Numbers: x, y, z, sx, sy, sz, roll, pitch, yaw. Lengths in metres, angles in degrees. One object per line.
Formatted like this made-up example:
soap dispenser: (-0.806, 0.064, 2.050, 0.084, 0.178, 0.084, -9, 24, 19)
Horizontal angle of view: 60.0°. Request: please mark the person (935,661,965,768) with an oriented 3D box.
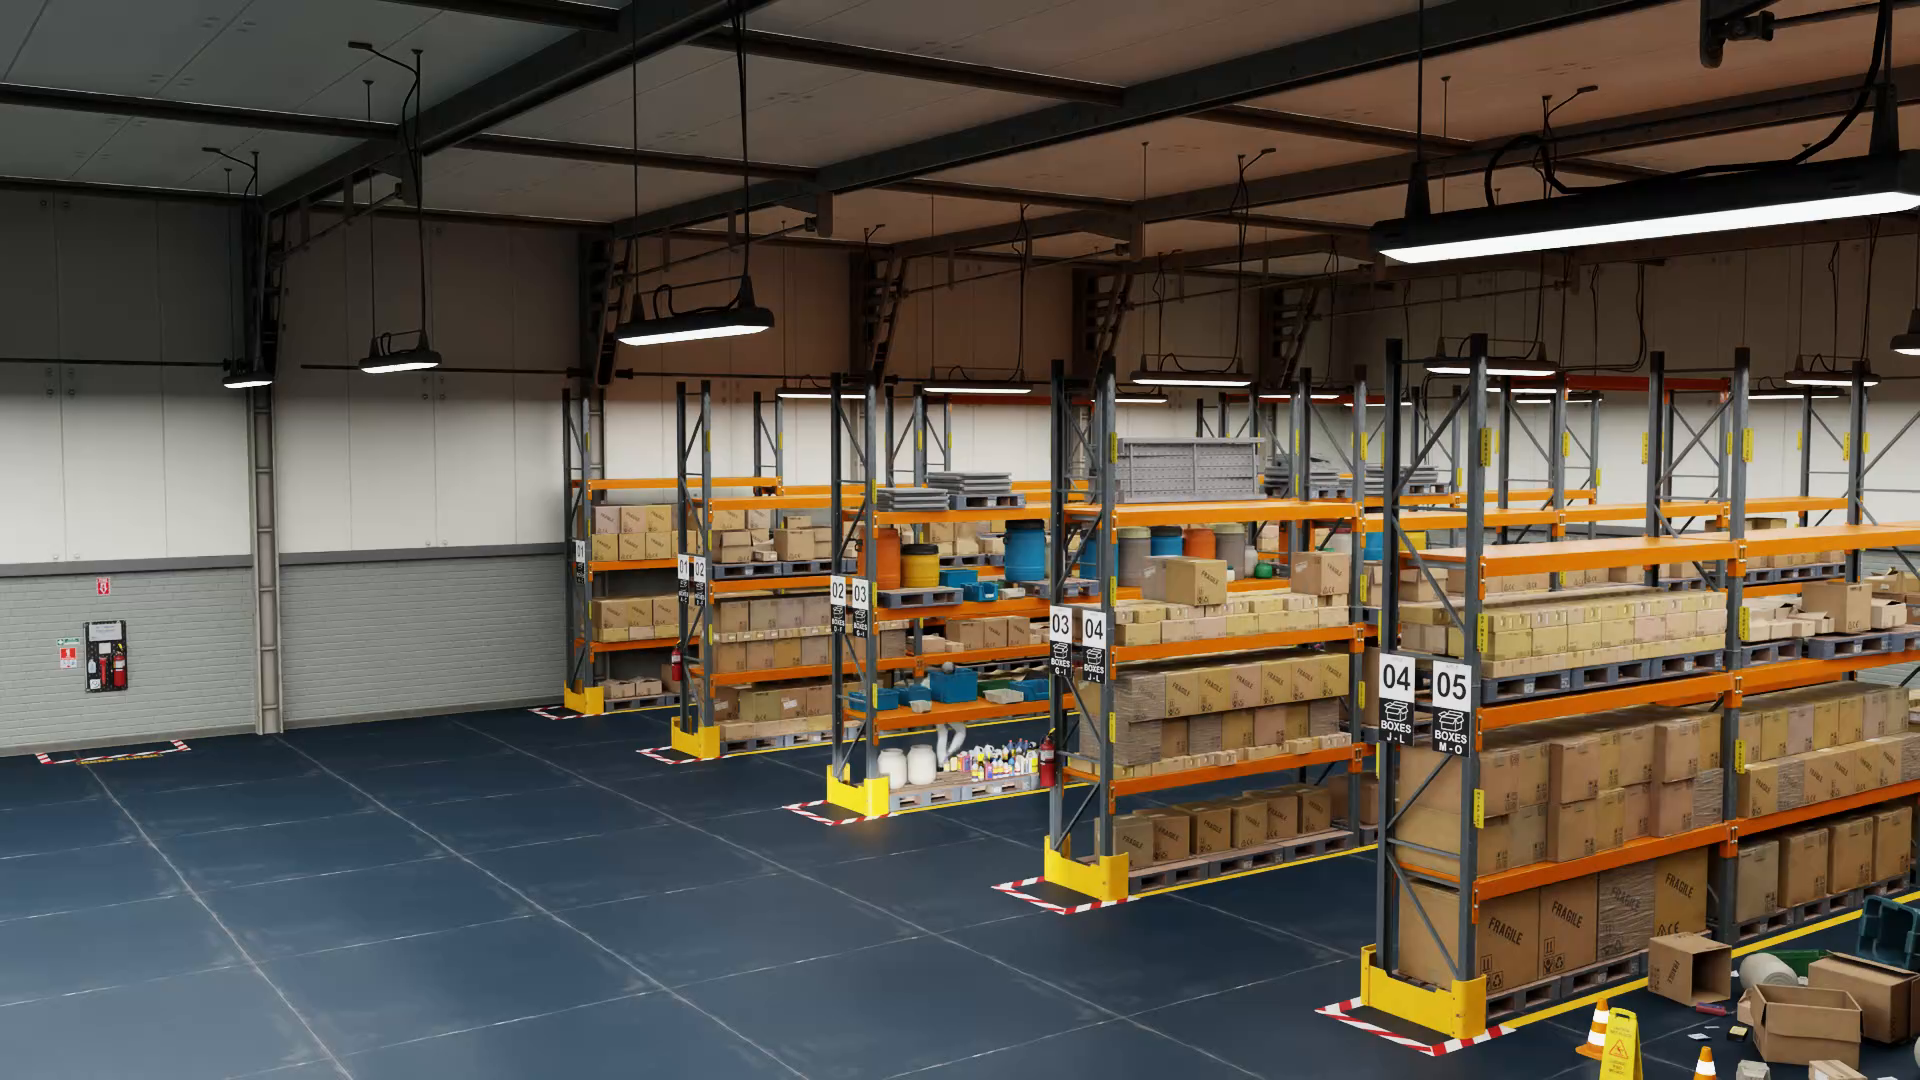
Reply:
person: (-0.180, 2.679, 25.609, 0.514, 1.652, 0.454, 1, 4, 20)
